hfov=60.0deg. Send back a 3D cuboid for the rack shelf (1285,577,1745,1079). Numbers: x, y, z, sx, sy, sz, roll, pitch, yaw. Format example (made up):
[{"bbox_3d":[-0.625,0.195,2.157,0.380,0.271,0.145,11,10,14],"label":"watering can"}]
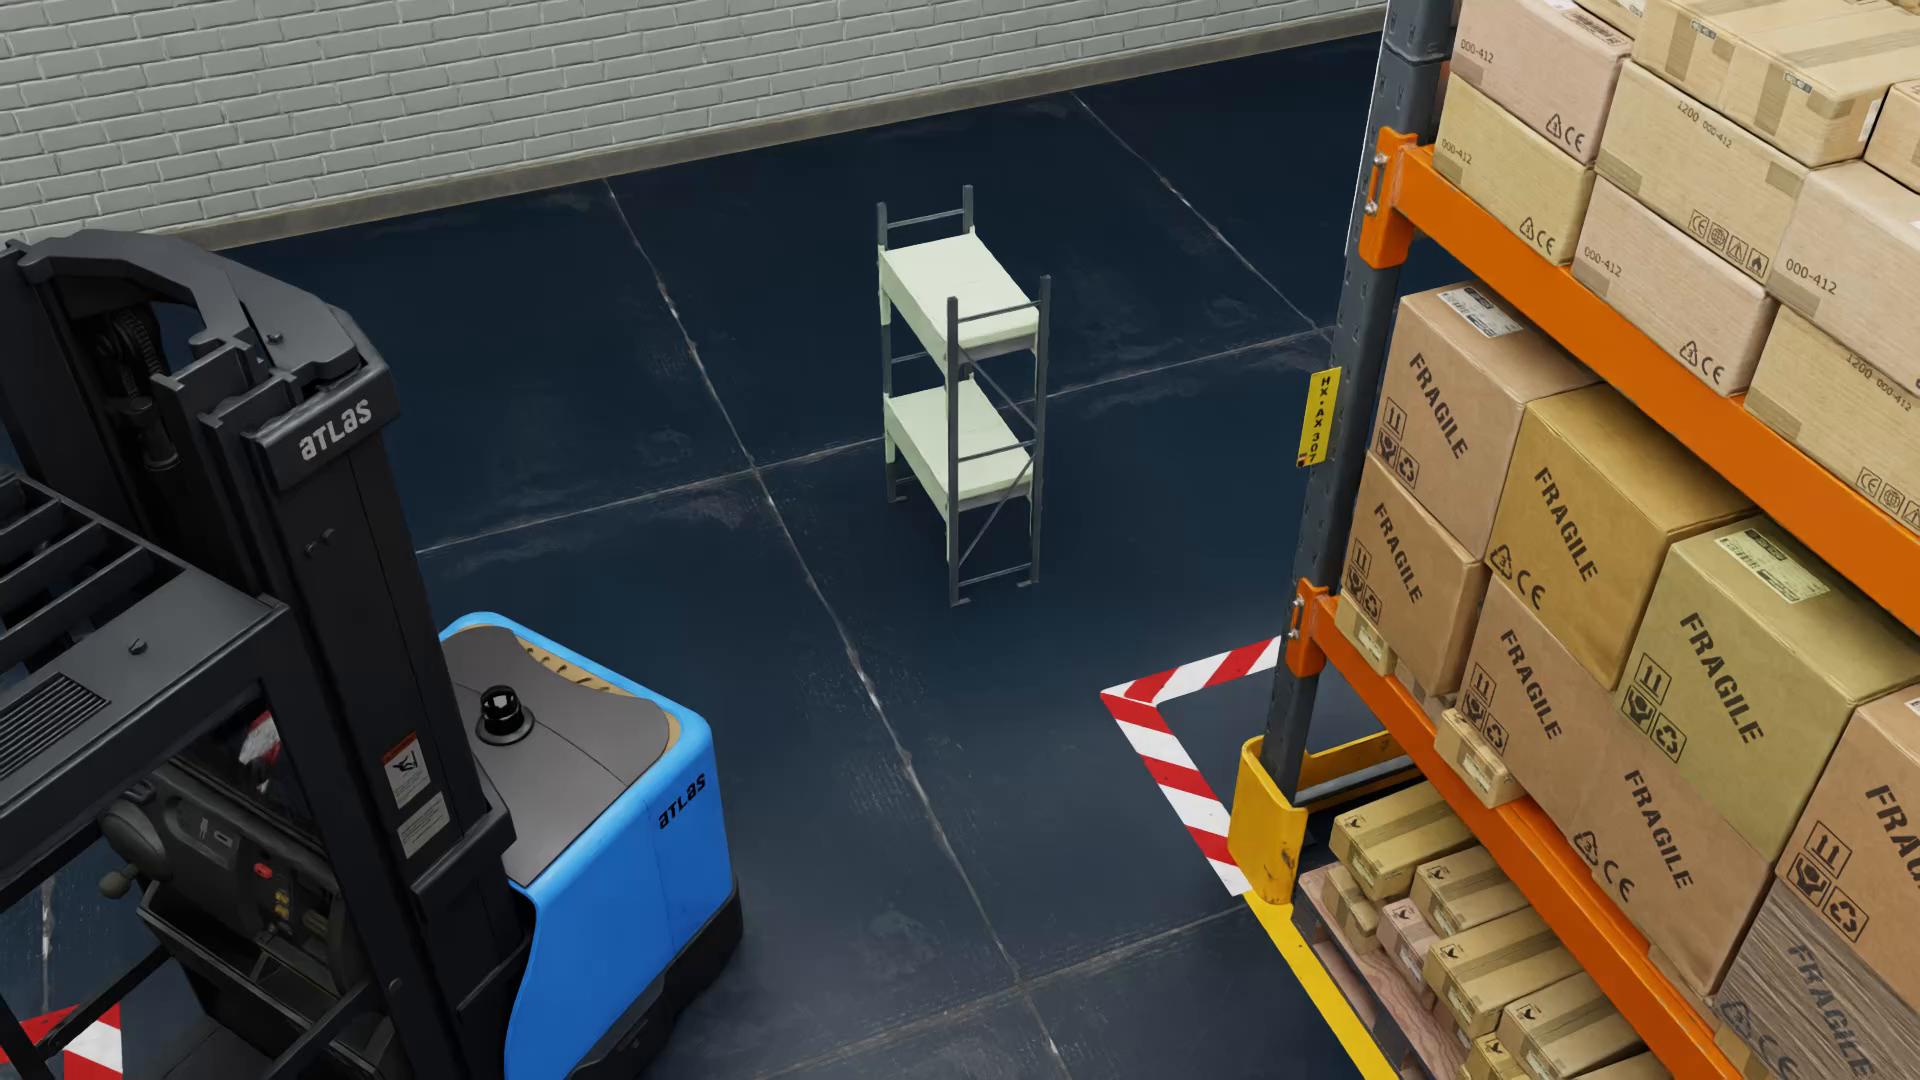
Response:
[{"bbox_3d":[2.279,1.327,3.958,1.077,0.370,4.000,-15,43,-17],"label":"rack shelf"}]

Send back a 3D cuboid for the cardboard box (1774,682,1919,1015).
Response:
[{"bbox_3d":[2.016,0.584,3.199,0.500,0.500,0.500,-16,43,-18],"label":"cardboard box"}]

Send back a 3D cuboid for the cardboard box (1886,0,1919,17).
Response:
[{"bbox_3d":[2.016,-1.117,3.374,0.380,0.149,0.250,-16,43,-18],"label":"cardboard box"}]

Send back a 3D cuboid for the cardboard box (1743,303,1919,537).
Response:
[{"bbox_3d":[1.856,-0.271,3.079,0.500,0.250,0.500,-16,43,-18],"label":"cardboard box"}]

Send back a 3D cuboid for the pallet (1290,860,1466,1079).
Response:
[{"bbox_3d":[1.821,1.451,5.401,1.003,0.211,1.213,-15,43,-17],"label":"pallet"}]

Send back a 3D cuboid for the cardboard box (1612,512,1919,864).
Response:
[{"bbox_3d":[1.818,0.278,3.555,0.500,0.500,0.500,-16,43,-18],"label":"cardboard box"}]

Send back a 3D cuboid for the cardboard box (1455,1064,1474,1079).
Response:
[{"bbox_3d":[1.693,1.633,4.915,0.380,0.149,0.250,-15,43,-16],"label":"cardboard box"}]

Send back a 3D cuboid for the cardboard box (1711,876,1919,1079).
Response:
[{"bbox_3d":[2.035,0.958,3.531,0.500,0.500,0.500,-16,43,-18],"label":"cardboard box"}]

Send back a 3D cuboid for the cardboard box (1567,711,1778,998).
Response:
[{"bbox_3d":[1.835,0.653,3.886,0.500,0.500,0.500,-15,43,-16],"label":"cardboard box"}]

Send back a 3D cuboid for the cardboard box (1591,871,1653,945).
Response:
[{"bbox_3d":[1.831,0.832,4.175,0.380,0.149,0.250,-16,43,-17],"label":"cardboard box"}]

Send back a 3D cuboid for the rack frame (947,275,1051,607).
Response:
[{"bbox_3d":[0.143,-0.344,6.500,0.400,1.500,0.023,-15,43,-17],"label":"rack frame"}]

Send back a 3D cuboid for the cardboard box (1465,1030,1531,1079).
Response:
[{"bbox_3d":[1.703,1.524,4.813,0.380,0.149,0.250,-14,43,-16],"label":"cardboard box"}]

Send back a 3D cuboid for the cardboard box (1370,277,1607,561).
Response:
[{"bbox_3d":[1.441,-0.344,4.277,0.500,0.500,0.500,-15,43,-17],"label":"cardboard box"}]

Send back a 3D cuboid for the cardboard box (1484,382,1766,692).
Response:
[{"bbox_3d":[1.640,-0.041,3.926,0.500,0.500,0.500,-14,43,-16],"label":"cardboard box"}]

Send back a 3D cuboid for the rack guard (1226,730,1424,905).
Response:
[{"bbox_3d":[1.543,0.843,5.886,1.175,0.500,0.348,-15,43,-17],"label":"rack guard"}]

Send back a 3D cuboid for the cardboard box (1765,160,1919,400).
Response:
[{"bbox_3d":[1.825,-0.470,2.927,0.500,0.250,0.500,-15,43,-16],"label":"cardboard box"}]

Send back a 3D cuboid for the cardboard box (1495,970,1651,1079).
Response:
[{"bbox_3d":[1.767,1.395,4.736,0.380,0.149,0.250,-17,44,-19],"label":"cardboard box"}]

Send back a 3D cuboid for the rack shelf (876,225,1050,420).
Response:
[{"bbox_3d":[0.003,-0.861,6.502,0.431,0.370,0.720,-15,43,-17],"label":"rack shelf"}]

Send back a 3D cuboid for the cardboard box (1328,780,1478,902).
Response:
[{"bbox_3d":[1.401,0.946,5.257,0.380,0.149,0.250,-17,44,-19],"label":"cardboard box"}]

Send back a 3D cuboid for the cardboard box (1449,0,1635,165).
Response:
[{"bbox_3d":[1.446,-1.085,3.642,0.500,0.250,0.500,-14,43,-16],"label":"cardboard box"}]

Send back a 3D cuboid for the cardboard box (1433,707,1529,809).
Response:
[{"bbox_3d":[1.524,0.540,4.514,0.380,0.149,0.250,-16,43,-18],"label":"cardboard box"}]

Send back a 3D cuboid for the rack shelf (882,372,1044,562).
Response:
[{"bbox_3d":[0.003,-0.317,6.969,0.431,0.370,0.720,-15,43,-17],"label":"rack shelf"}]

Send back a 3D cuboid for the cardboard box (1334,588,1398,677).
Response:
[{"bbox_3d":[1.335,0.222,4.884,0.380,0.149,0.250,-15,43,-17],"label":"cardboard box"}]

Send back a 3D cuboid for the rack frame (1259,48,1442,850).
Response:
[{"bbox_3d":[1.514,-0.150,5.124,1.000,3.000,0.127,-15,43,-17],"label":"rack frame"}]

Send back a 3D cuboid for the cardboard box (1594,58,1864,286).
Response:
[{"bbox_3d":[1.643,-0.777,3.284,0.500,0.250,0.500,-16,43,-17],"label":"cardboard box"}]

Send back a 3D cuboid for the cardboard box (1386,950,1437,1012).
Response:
[{"bbox_3d":[1.595,1.304,5.297,0.380,0.149,0.250,-15,43,-17],"label":"cardboard box"}]

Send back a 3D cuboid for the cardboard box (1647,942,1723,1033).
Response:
[{"bbox_3d":[1.899,0.987,3.994,0.380,0.149,0.250,-16,43,-18],"label":"cardboard box"}]

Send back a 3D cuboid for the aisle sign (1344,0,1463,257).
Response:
[{"bbox_3d":[1.209,-1.105,4.241,0.394,0.787,0.004,-15,43,-17],"label":"aisle sign"}]

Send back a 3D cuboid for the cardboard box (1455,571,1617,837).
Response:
[{"bbox_3d":[1.659,0.354,4.233,0.500,0.500,0.500,-15,43,-17],"label":"cardboard box"}]

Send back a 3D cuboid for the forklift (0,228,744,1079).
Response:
[{"bbox_3d":[-1.943,0.888,3.969,1.130,2.935,3.031,22,46,24],"label":"forklift"}]

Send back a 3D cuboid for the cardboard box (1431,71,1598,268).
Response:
[{"bbox_3d":[1.450,-0.897,3.807,0.500,0.250,0.500,-14,43,-15],"label":"cardboard box"}]

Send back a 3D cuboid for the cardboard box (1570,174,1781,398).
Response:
[{"bbox_3d":[1.647,-0.578,3.436,0.500,0.250,0.500,-14,43,-15],"label":"cardboard box"}]

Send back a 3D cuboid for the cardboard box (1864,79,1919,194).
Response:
[{"bbox_3d":[1.834,-0.705,2.894,0.380,0.149,0.250,-14,43,-16],"label":"cardboard box"}]

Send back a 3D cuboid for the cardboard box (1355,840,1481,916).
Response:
[{"bbox_3d":[1.477,1.038,5.378,0.380,0.149,0.250,-13,42,-15],"label":"cardboard box"}]

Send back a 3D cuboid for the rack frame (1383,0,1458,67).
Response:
[{"bbox_3d":[1.514,-2.425,3.168,1.000,3.000,0.127,-15,43,-17],"label":"rack frame"}]

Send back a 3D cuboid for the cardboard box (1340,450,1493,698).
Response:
[{"bbox_3d":[1.431,0.038,4.600,0.500,0.500,0.500,-13,42,-15],"label":"cardboard box"}]

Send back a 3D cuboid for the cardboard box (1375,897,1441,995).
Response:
[{"bbox_3d":[1.530,1.217,5.170,0.380,0.149,0.250,-15,43,-17],"label":"cardboard box"}]

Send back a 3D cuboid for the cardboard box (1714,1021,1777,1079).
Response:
[{"bbox_3d":[1.979,1.149,3.806,0.380,0.149,0.250,-14,43,-15],"label":"cardboard box"}]

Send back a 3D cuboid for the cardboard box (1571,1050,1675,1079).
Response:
[{"bbox_3d":[1.864,1.564,4.539,0.380,0.149,0.250,-14,43,-15],"label":"cardboard box"}]

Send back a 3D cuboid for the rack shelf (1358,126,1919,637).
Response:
[{"bbox_3d":[2.279,0.190,2.980,1.077,0.370,4.000,-15,43,-17],"label":"rack shelf"}]

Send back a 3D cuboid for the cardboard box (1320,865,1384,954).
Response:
[{"bbox_3d":[1.419,1.167,5.457,0.380,0.149,0.250,-14,43,-16],"label":"cardboard box"}]

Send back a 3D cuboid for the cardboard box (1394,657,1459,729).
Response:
[{"bbox_3d":[1.471,0.365,4.718,0.380,0.149,0.250,-14,43,-15],"label":"cardboard box"}]

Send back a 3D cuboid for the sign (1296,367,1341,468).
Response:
[{"bbox_3d":[1.013,-0.343,4.685,0.100,0.325,0.005,-15,43,-17],"label":"sign"}]

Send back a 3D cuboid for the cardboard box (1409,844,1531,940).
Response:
[{"bbox_3d":[1.617,1.082,5.099,0.380,0.149,0.250,-14,43,-16],"label":"cardboard box"}]

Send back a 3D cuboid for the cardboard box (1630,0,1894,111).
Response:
[{"bbox_3d":[1.545,-0.980,3.214,0.380,0.149,0.250,-15,43,-17],"label":"cardboard box"}]

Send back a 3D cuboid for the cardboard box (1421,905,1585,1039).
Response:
[{"bbox_3d":[1.595,1.266,4.886,0.380,0.149,0.250,-15,43,-17],"label":"cardboard box"}]

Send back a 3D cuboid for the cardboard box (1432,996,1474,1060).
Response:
[{"bbox_3d":[1.696,1.452,5.126,0.380,0.149,0.250,-15,43,-16],"label":"cardboard box"}]

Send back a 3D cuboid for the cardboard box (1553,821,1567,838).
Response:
[{"bbox_3d":[1.750,0.662,4.372,0.380,0.149,0.250,-13,42,-15],"label":"cardboard box"}]

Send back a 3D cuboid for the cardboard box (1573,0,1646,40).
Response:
[{"bbox_3d":[1.509,-1.162,3.426,0.380,0.149,0.250,-13,42,-15],"label":"cardboard box"}]

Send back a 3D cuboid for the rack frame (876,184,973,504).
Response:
[{"bbox_3d":[-0.137,-0.785,7.013,0.400,1.500,0.023,-15,43,-17],"label":"rack frame"}]

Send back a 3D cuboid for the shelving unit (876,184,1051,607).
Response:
[{"bbox_3d":[0.003,-0.565,6.756,0.431,1.500,0.755,-15,43,-17],"label":"shelving unit"}]

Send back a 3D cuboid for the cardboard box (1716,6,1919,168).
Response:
[{"bbox_3d":[1.637,-0.833,3.044,0.380,0.149,0.250,-15,43,-16],"label":"cardboard box"}]
